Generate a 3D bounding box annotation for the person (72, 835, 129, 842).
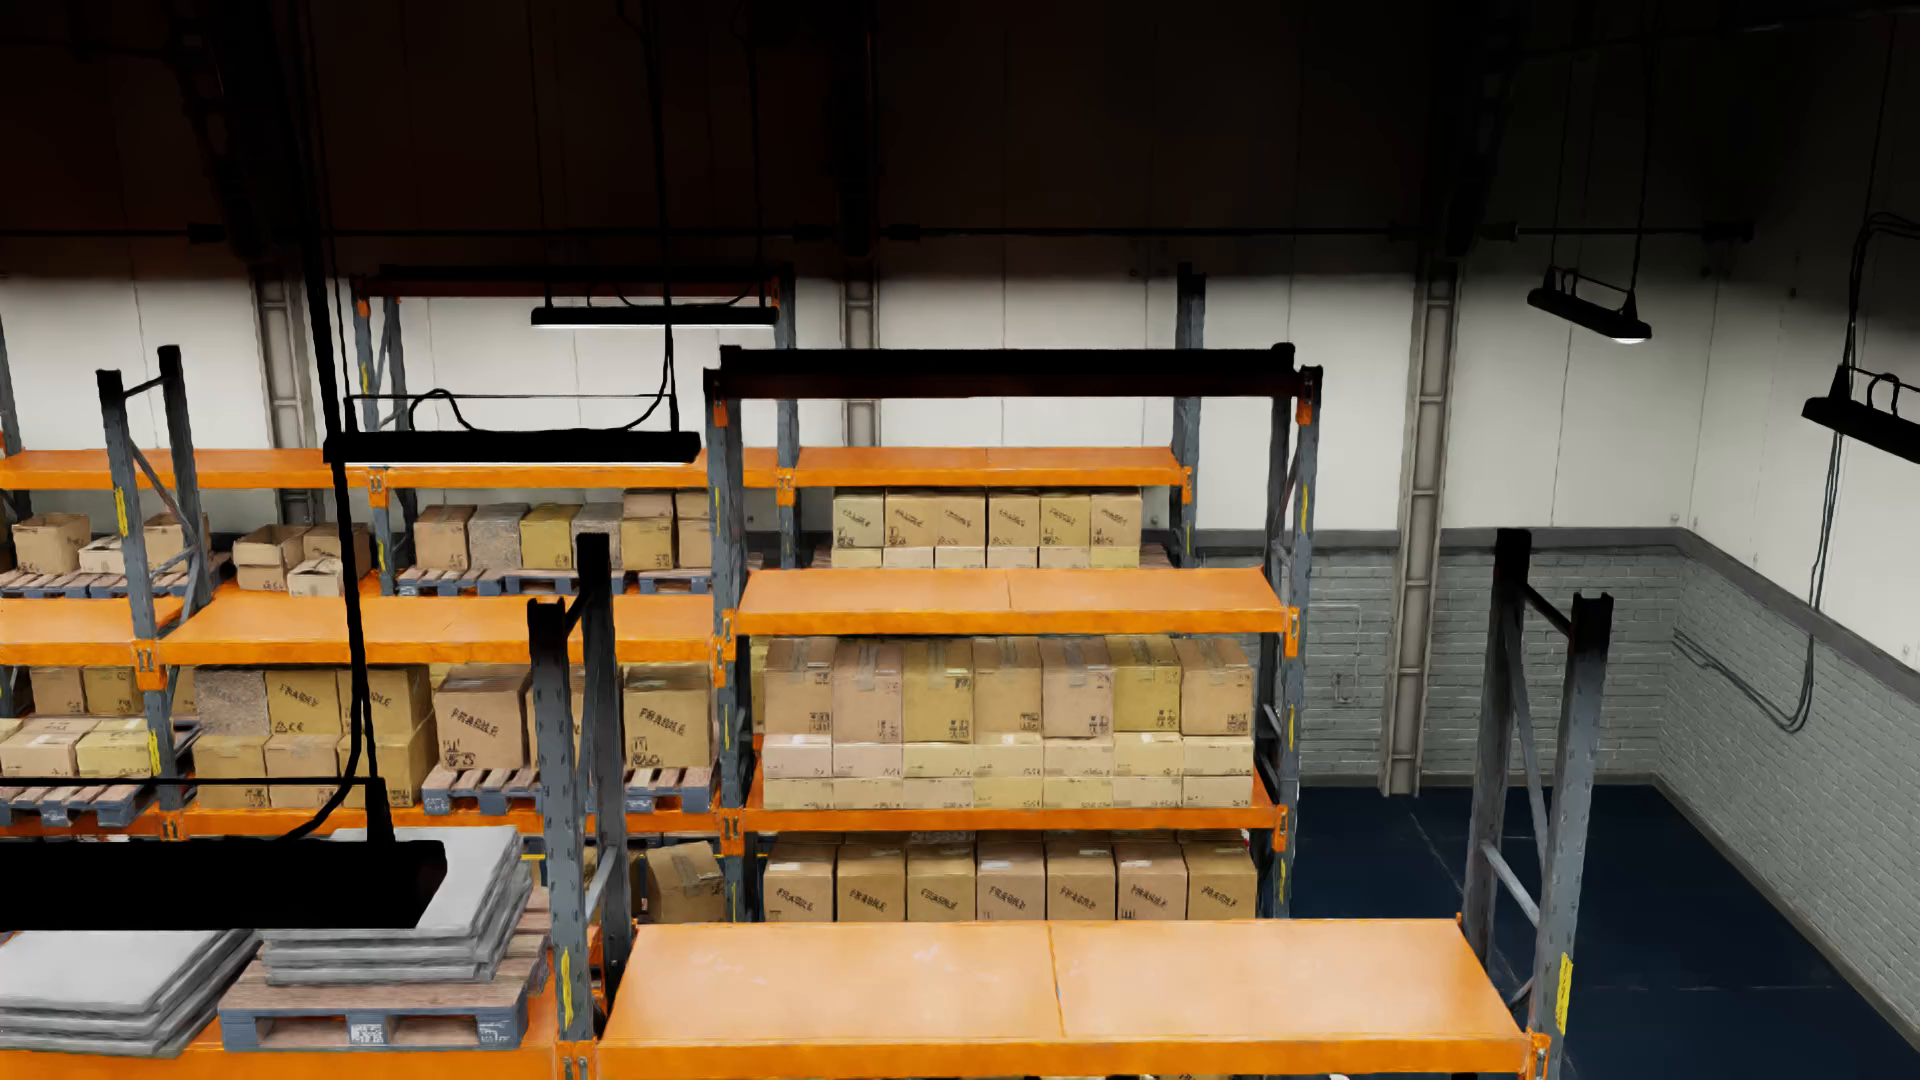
[{"bbox_3d":[-8.095,2.912,15.670,1.000,1.598,0.491,-3,16,-9],"label":"person"}]
